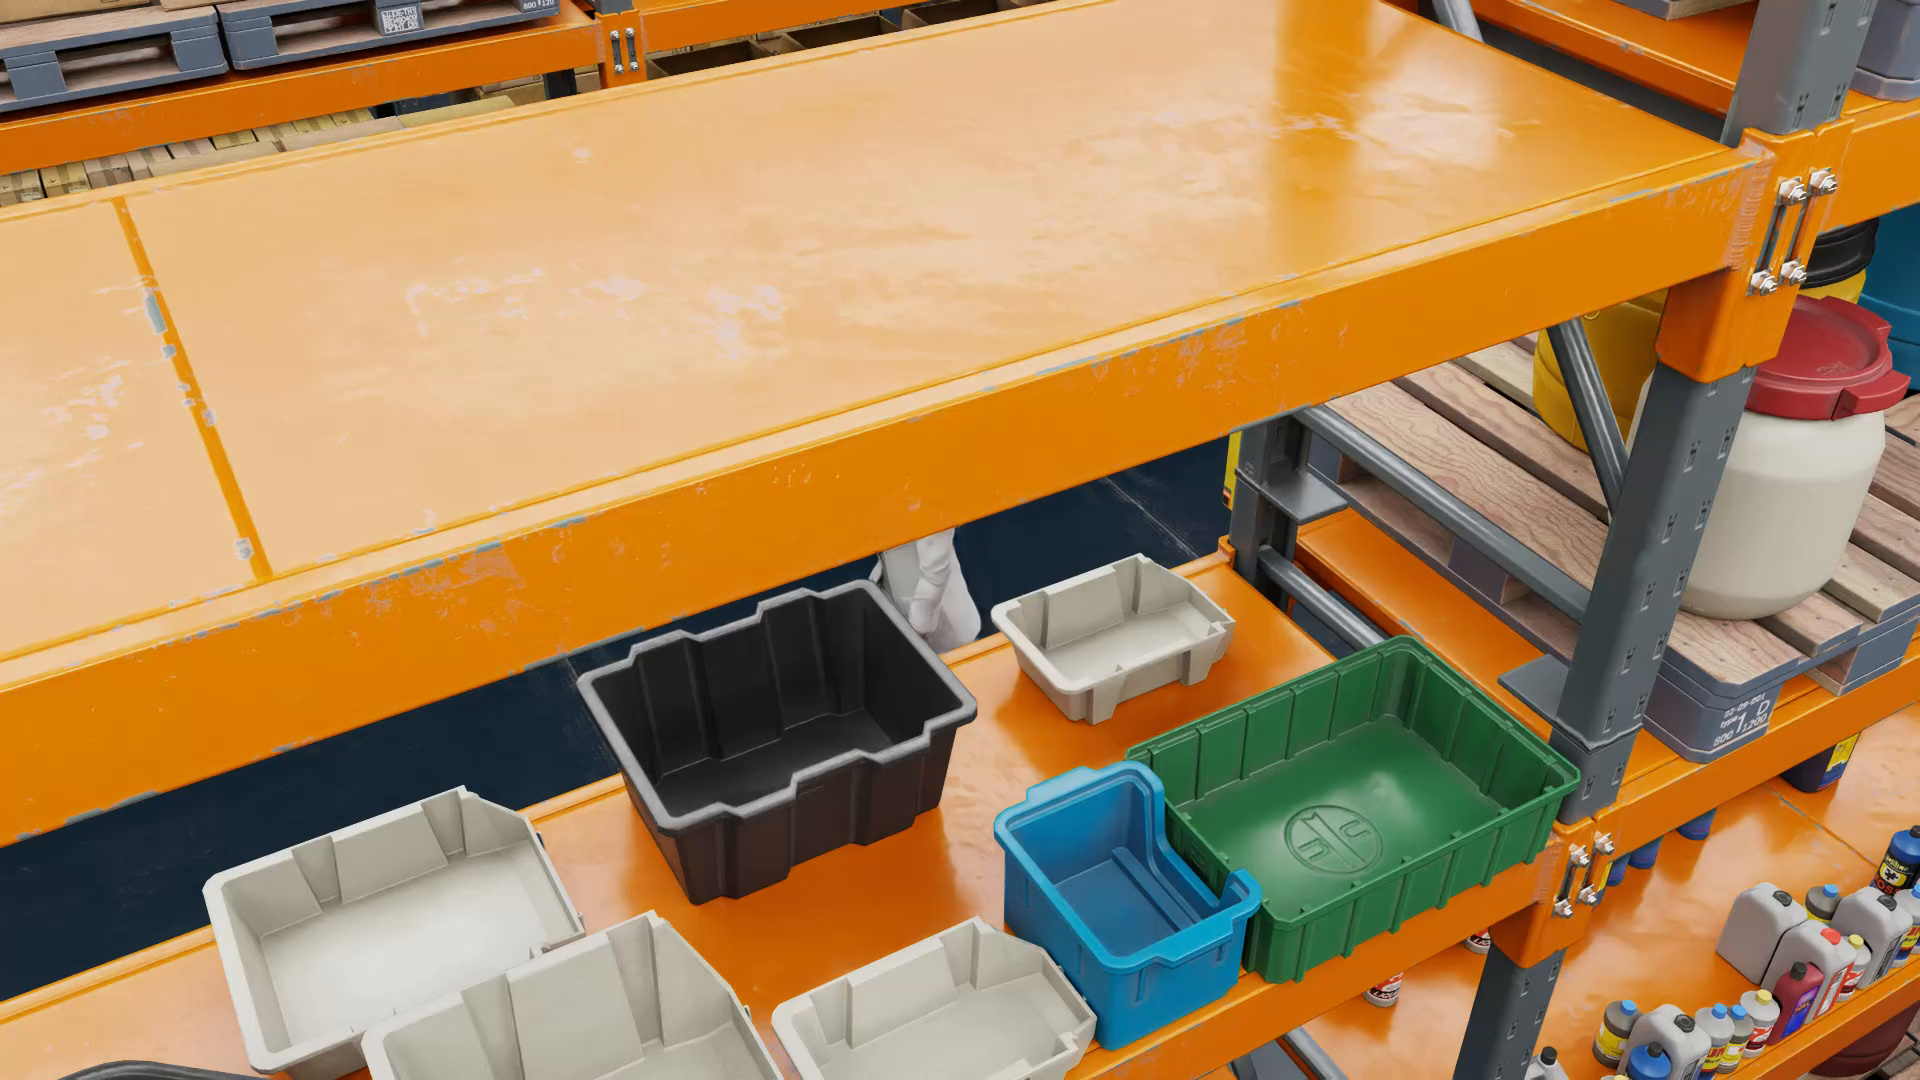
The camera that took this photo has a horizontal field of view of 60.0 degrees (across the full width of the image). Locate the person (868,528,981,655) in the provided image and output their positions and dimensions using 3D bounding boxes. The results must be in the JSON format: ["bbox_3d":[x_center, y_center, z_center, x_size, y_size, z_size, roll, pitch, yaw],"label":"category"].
[{"bbox_3d":[-0.180,0.189,6.679,0.835,1.780,0.645,-14,39,-19],"label":"person"}]
